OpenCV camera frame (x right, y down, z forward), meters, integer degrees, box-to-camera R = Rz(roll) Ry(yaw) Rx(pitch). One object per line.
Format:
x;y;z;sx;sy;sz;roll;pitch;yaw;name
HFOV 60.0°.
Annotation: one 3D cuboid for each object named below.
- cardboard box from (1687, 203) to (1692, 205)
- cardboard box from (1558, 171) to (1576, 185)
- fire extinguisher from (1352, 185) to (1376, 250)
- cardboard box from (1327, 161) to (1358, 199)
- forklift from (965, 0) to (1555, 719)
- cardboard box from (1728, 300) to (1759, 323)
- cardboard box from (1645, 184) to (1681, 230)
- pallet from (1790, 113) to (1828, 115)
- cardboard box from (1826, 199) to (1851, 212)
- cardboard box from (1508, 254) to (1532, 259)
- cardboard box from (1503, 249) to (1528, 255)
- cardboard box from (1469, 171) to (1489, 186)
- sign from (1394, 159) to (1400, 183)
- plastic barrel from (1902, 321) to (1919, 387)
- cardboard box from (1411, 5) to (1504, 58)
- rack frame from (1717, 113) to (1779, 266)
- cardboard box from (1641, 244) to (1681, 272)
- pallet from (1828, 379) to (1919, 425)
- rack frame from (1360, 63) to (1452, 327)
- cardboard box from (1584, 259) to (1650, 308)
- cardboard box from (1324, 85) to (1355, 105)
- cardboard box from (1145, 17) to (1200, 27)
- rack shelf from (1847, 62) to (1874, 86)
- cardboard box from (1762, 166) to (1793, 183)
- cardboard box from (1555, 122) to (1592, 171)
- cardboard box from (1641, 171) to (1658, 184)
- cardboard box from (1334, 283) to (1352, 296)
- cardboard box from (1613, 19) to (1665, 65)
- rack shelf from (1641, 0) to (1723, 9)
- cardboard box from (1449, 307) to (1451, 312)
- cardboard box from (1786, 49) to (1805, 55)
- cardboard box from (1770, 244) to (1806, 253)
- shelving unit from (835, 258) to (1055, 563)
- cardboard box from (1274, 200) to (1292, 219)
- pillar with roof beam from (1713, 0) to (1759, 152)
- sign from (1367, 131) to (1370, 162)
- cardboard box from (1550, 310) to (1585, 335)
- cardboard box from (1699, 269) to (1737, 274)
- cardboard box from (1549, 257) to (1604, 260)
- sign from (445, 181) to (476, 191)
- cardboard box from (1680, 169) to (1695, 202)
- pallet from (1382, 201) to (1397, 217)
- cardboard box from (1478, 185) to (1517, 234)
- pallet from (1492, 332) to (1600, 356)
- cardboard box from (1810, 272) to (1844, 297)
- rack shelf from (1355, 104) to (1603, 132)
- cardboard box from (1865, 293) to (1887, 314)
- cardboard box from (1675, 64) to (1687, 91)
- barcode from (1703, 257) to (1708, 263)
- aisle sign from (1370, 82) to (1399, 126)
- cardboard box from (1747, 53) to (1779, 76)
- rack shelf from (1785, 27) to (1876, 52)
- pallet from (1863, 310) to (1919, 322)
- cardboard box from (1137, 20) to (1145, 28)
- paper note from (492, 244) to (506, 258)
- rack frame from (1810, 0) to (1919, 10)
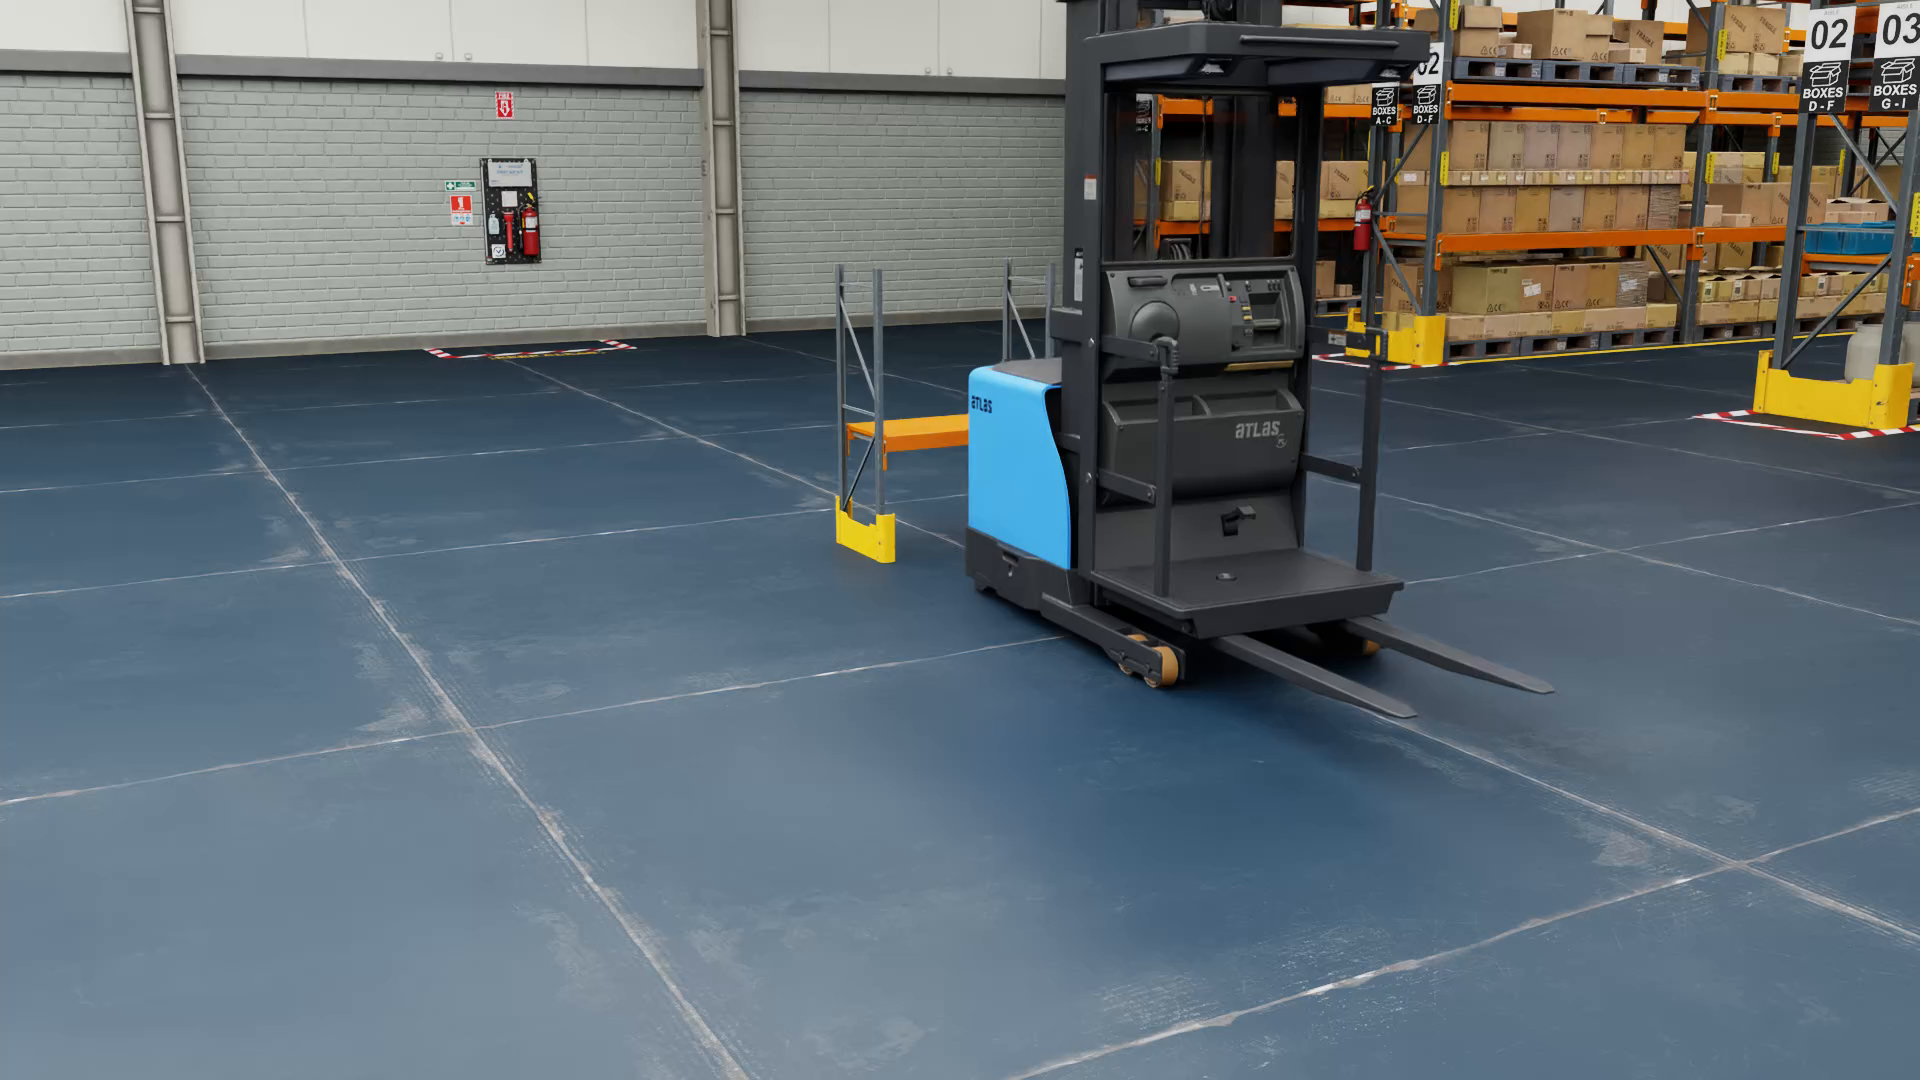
8.808;-3.867;19.767;0.258;0.266;0.396;-7;15;-29;cardboard box
6.410;-3.911;17.948;0.250;0.149;0.380;-7;14;-27;cardboard box
4.287;-3.423;17.665;0.183;0.674;0.296;-7;14;-28;fire extinguisher
5.045;-4.899;22.632;0.500;0.500;0.500;-7;14;-28;cardboard box
1.116;-0.958;6.690;1.130;2.935;3.031;-6;14;-25;forklift
9.046;-2.716;19.654;0.500;0.250;0.500;-6;14;-26;cardboard box
7.737;-3.806;18.960;0.500;0.500;0.700;-7;15;-29;cardboard box
14.562;-7.232;27.784;1.213;0.211;1.003;-7;14;-28;pallet
10.757;-4.125;20.811;0.500;0.311;0.500;-7;14;-29;cardboard box
8.143;-4.057;24.997;0.500;0.500;0.700;-7;14;-28;cardboard box
8.121;-4.407;24.843;0.500;0.250;0.500;-7;14;-27;cardboard box
5.291;-3.777;17.356;0.250;0.149;0.380;-7;15;-29;cardboard box
6.014;-5.078;22.868;0.005;0.325;0.100;-7;14;-28;sign
7.964;-1.557;13.905;0.421;0.512;0.421;0;13;0;plastic barrel
5.119;-5.231;17.177;0.637;0.503;0.797;-6;14;-24;cardboard box
12.769;-5.601;27.163;0.127;3.000;1.000;-7;14;-28;rack frame
10.738;-4.479;26.119;0.750;0.750;0.750;-7;14;-28;cardboard box
7.743;-1.170;13.828;1.213;0.211;1.003;-7;14;-28;pallet
4.613;-3.384;17.314;0.127;3.000;1.000;-7;14;-28;rack frame
7.377;-2.893;18.729;0.500;0.500;0.500;-7;14;-28;cardboard box
4.972;-6.129;22.408;0.500;0.500;0.500;-8;15;-33;cardboard box
2.691;-6.342;21.074;0.500;0.500;0.500;-8;15;-32;cardboard box
8.739;-3.752;13.755;4.000;0.370;1.077;-7;14;-28;rack shelf
13.253;-5.801;27.370;0.700;0.700;0.980;-7;14;-27;cardboard box
6.416;-4.280;18.113;0.500;0.500;0.700;-7;14;-28;cardboard box
7.541;-4.046;18.552;0.250;0.149;0.380;-7;15;-30;cardboard box
5.292;-3.529;23.411;0.250;0.166;0.380;-9;16;-35;cardboard box
7.555;-5.588;18.772;0.500;0.500;0.500;-6;14;-23;cardboard box
6.368;-5.975;17.713;4.000;0.370;1.077;-7;14;-28;rack shelf
5.375;-2.416;18.317;0.500;0.250;0.500;-7;14;-28;cardboard box
13.529;-7.631;26.804;0.500;0.500;0.500;-7;14;-28;cardboard box
13.917;-4.697;27.886;0.500;0.500;0.700;-7;14;-28;cardboard box
-0.067;-0.724;8.909;1.083;1.500;0.587;-7;14;-28;shelving unit
4.160;-4.428;22.247;0.500;0.250;0.500;-7;14;-27;cardboard box
15.032;-7.938;23.886;0.400;9.000;9.100;-7;14;-28;pillar with roof beam
4.365;-4.170;17.632;0.005;0.325;0.100;-7;14;-28;sign
6.508;-2.418;18.330;0.500;0.250;0.500;-7;14;-28;cardboard box
9.235;-3.148;20.292;0.500;0.311;0.500;-7;14;-28;cardboard box
7.132;-2.991;19.168;0.500;0.500;0.500;-7;14;-28;cardboard box
-5.544;-3.931;18.457;0.331;0.109;0.001;-7;14;-28;sign
11.161;-5.547;25.974;0.500;0.500;0.500;-6;14;-26;cardboard box
6.488;-4.718;23.678;1.213;0.211;1.003;-7;14;-28;pallet
5.488;-3.536;17.760;0.500;0.500;0.700;-6;14;-26;cardboard box
6.334;-2.240;18.580;1.213;0.211;1.003;-7;14;-28;pallet
10.396;-3.152;20.310;0.500;0.311;0.500;-7;14;-28;cardboard box
7.503;-6.082;24.108;4.000;0.370;1.077;-7;14;-28;rack shelf
11.290;-2.987;20.854;0.500;0.250;0.500;-6;14;-27;cardboard box
11.016;-7.145;25.963;0.500;0.500;0.700;-7;14;-28;cardboard box
8.547;-3.215;19.067;0.075;0.075;0.001;-7;14;-28;barcode
4.415;-4.702;17.249;0.004;0.787;0.394;-7;14;-28;aisle sign
9.150;-5.521;19.364;0.500;0.250;0.500;-8;15;-33;cardboard box
14.524;-8.192;27.563;4.000;0.370;1.077;-7;14;-28;rack shelf
12.308;-2.936;21.676;1.213;0.211;1.003;-7;14;-28;pallet
2.489;-6.444;21.527;0.500;0.500;0.500;-6;14;-25;cardboard box
-5.206;-3.260;18.768;0.142;0.148;0.016;-7;14;-28;paper note
6.983;-5.356;12.412;0.127;3.000;1.000;-7;14;-28;rack frame
